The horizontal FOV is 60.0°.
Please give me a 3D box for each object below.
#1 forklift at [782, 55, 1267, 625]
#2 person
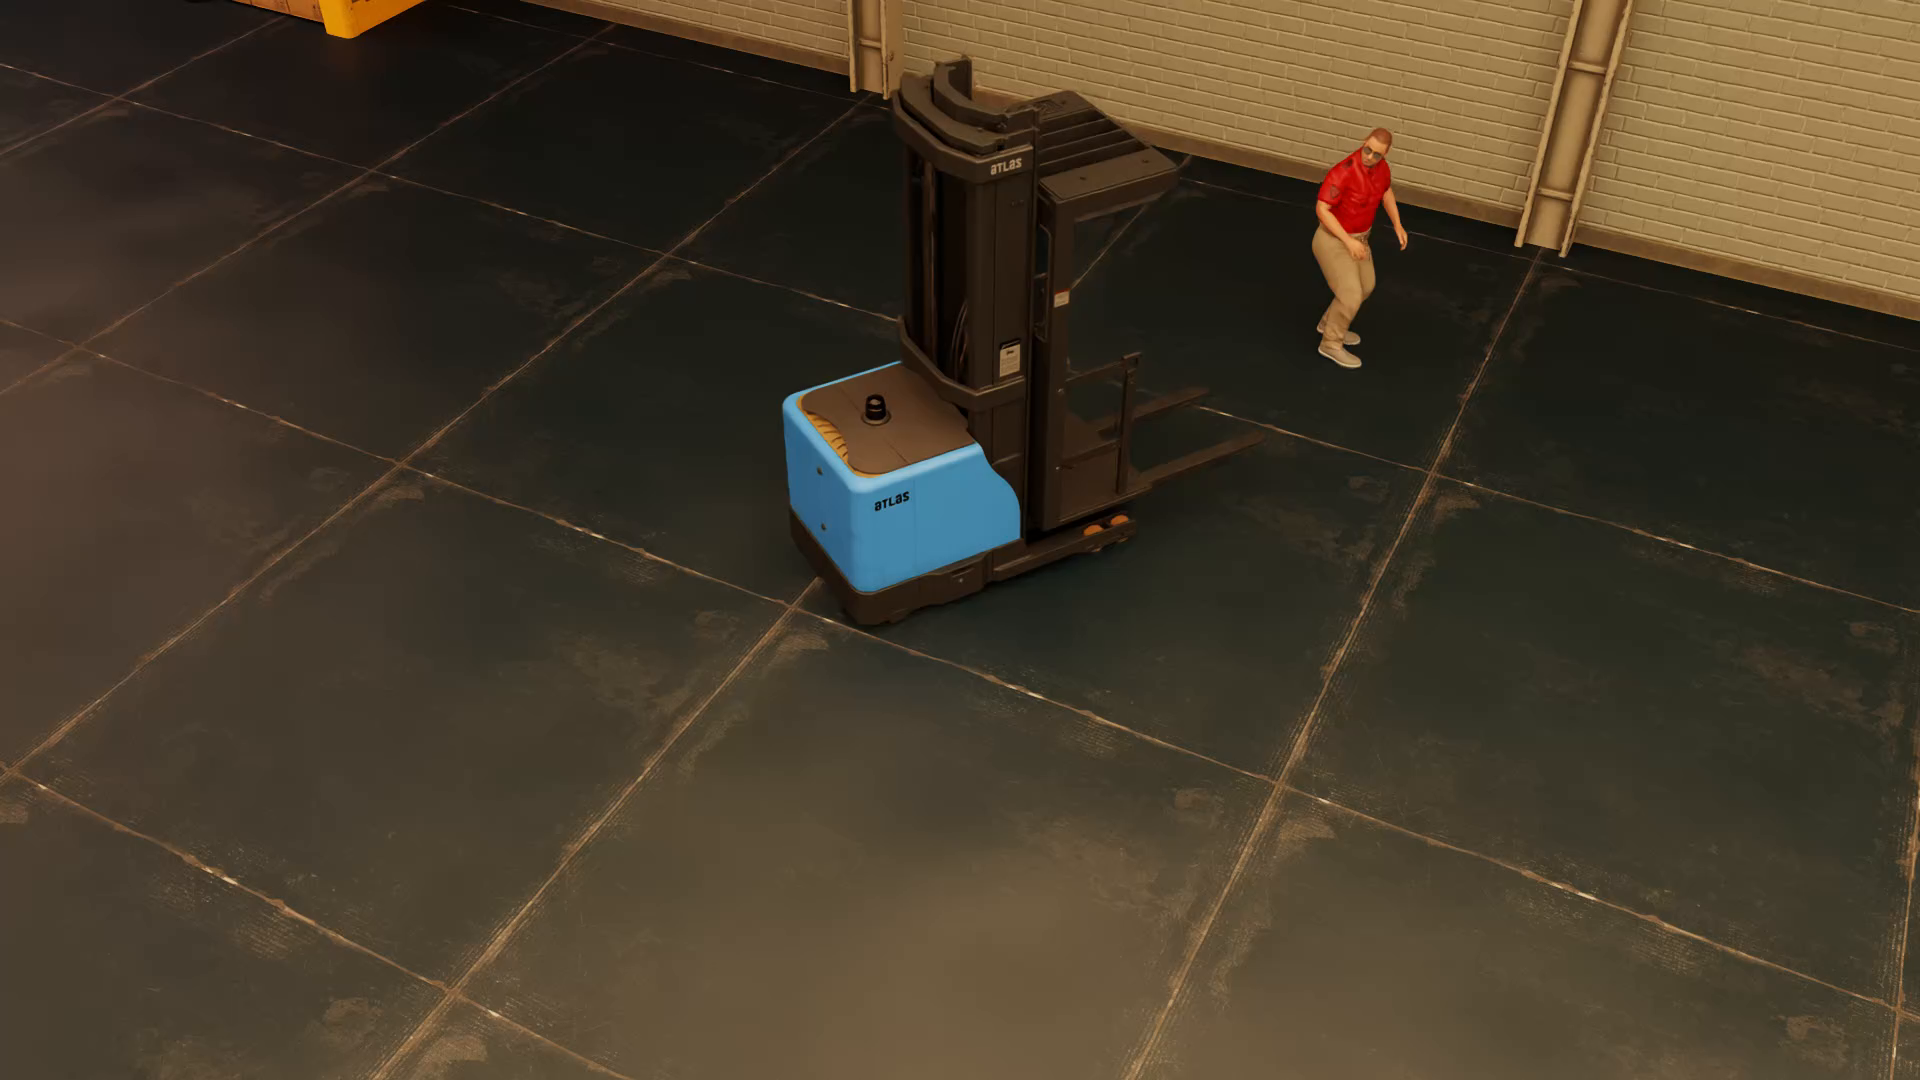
[{"bbox_3d":[0.496,-1.324,9.558,3.031,2.935,1.130,-20,44,-22],"label":"forklift"},{"bbox_3d":[2.727,-2.036,11.391,0.515,1.685,0.754,29,48,30],"label":"person"}]
